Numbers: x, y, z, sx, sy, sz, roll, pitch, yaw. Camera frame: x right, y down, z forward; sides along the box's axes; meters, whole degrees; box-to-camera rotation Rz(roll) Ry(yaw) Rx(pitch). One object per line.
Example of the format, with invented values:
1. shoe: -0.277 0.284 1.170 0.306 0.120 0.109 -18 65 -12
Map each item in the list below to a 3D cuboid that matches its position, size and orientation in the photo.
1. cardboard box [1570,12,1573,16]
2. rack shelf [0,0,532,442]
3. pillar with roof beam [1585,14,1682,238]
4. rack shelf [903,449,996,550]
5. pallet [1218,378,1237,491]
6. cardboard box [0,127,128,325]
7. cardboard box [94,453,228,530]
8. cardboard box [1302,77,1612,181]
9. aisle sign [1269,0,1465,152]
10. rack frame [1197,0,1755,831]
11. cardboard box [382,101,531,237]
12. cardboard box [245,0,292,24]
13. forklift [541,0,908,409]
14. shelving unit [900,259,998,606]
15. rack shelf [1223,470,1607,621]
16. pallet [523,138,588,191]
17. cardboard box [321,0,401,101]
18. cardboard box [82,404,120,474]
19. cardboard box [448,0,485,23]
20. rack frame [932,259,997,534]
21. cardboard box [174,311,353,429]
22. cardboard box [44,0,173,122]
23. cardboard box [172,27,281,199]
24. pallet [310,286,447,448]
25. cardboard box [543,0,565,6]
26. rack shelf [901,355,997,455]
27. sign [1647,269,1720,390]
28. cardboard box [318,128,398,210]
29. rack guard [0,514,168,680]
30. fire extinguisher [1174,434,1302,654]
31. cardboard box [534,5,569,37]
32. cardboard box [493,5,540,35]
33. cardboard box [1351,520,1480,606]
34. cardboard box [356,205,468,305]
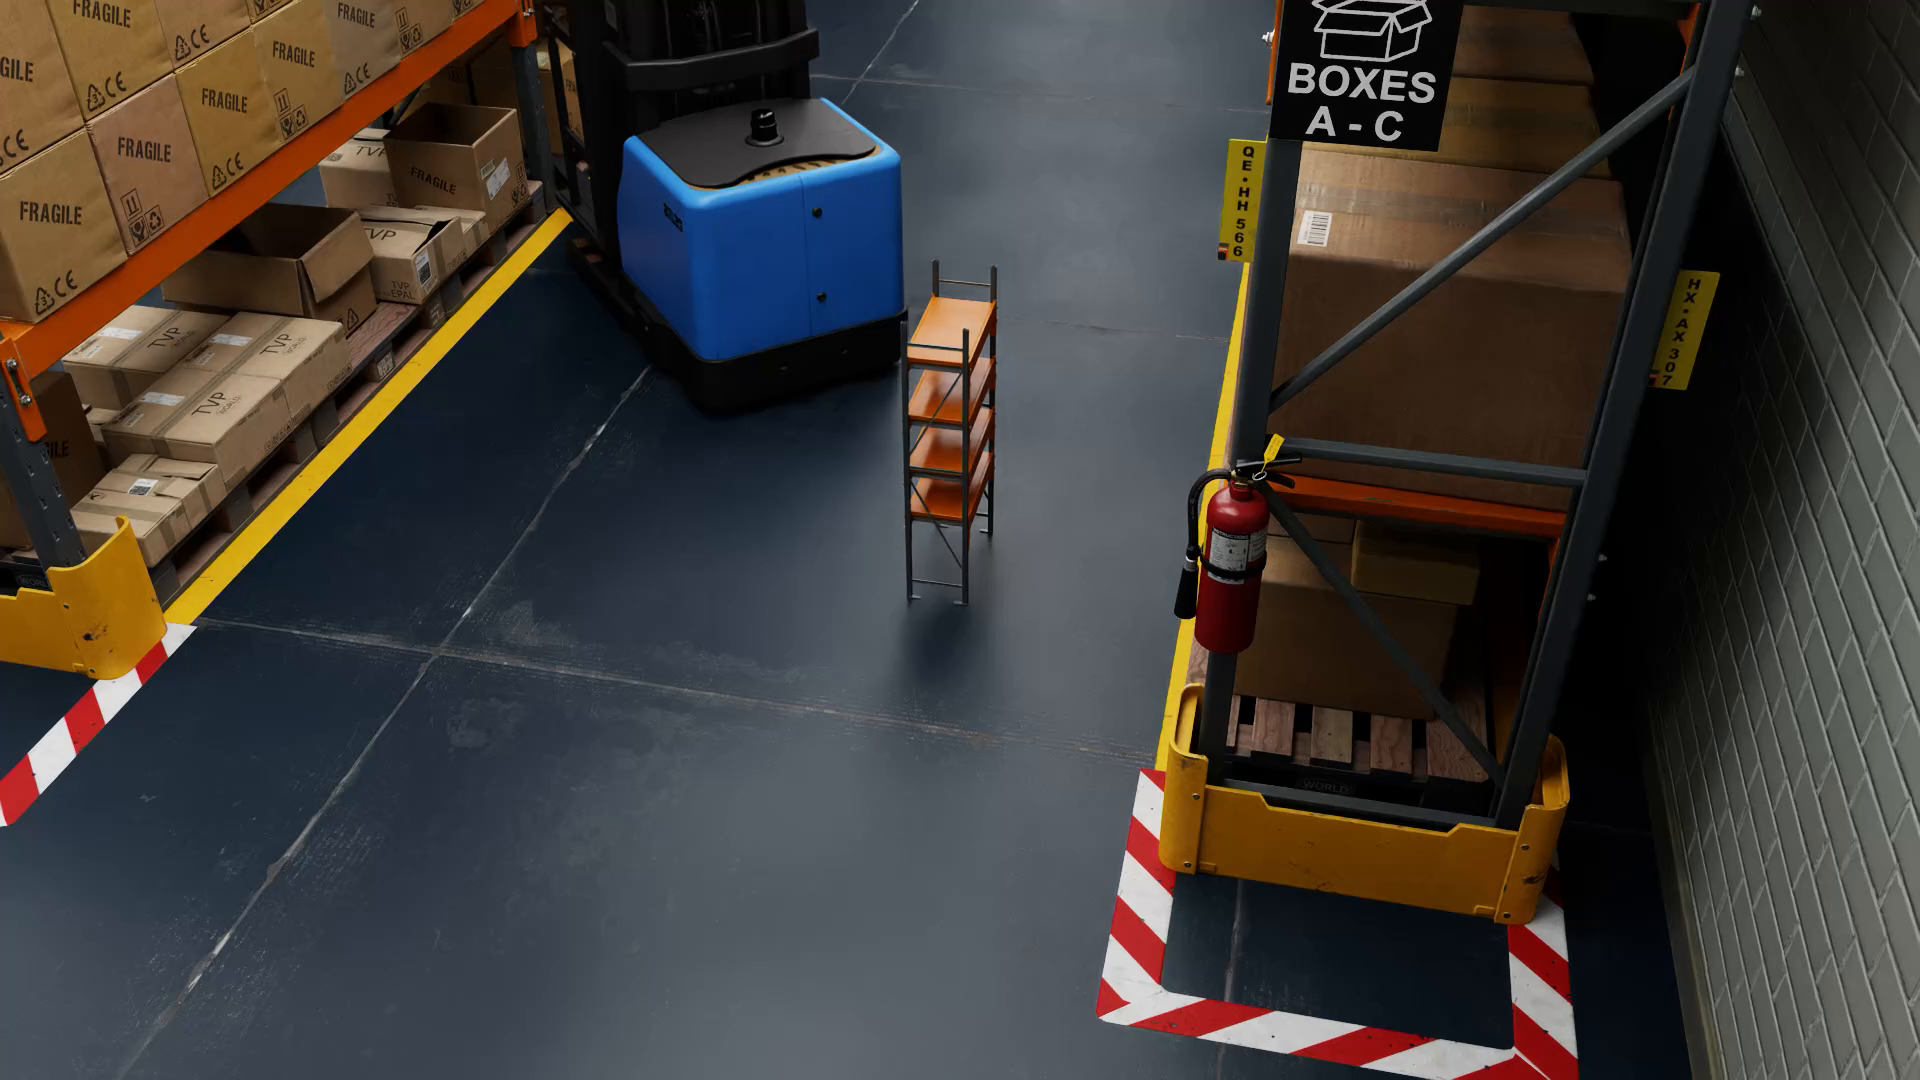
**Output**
1. cardboard box: 1.800 -1.894 6.552 0.980 0.700 0.700 6 36 9
2. rack shelf: -3.175 -1.680 7.126 1.077 0.370 4.000 7 37 10
3. pillar with roof beam: -1.417 -4.959 5.923 9.100 9.000 0.400 7 37 10
4. rack shelf: -0.035 -0.176 6.423 0.258 0.148 0.480 7 37 10
5. pallet: 1.595 -0.243 6.905 1.003 0.211 1.213 7 37 10
6. cardboard box: -3.249 -1.087 5.609 0.500 0.500 0.500 8 37 11
7. cardboard box: -3.123 -0.196 6.504 0.380 0.166 0.250 7 37 10
8. cardboard box: 1.482 -1.040 5.373 0.980 0.700 0.700 7 37 10
9. aisle sign: 0.930 -1.255 3.711 0.394 0.787 0.004 7 37 10
10. rack frame: 1.238 -0.206 4.479 1.000 3.000 0.127 7 37 10
11. cardboard box: -2.592 -1.922 8.601 0.500 0.500 0.500 7 37 10
12. cardboard box: -2.926 -2.370 6.527 0.500 0.500 0.500 7 37 10
13. forklift: -1.402 -2.618 7.865 1.130 2.935 3.031 -18 40 -23
14. shelving unit: -0.035 -0.391 6.267 0.258 1.200 0.503 7 37 10
15. rack shelf: 1.666 -1.062 6.272 1.077 0.370 4.000 7 37 10
16. pallet: -2.611 -2.460 9.965 1.003 0.211 1.213 7 37 10
17. cardboard box: -2.820 -2.250 7.213 0.500 0.500 0.500 8 37 11
18. cardboard box: -3.552 -0.420 6.812 0.380 0.166 0.250 7 37 10
19. cardboard box: -2.603 -2.840 8.027 0.500 0.500 0.500 8 37 11
20. rack frame: 0.017 -0.531 6.460 0.240 1.200 0.015 7 37 10
21. cardboard box: -2.995 -0.739 7.182 0.500 0.250 0.500 7 37 10
22. cardboard box: -3.145 -1.792 5.730 0.500 0.500 0.500 8 37 10
23. cardboard box: -3.034 -1.671 6.414 0.500 0.500 0.500 7 37 10
24. pallet: -3.153 -0.894 7.804 1.003 0.211 1.213 7 37 10
25. cardboard box: -2.192 -3.408 10.012 0.500 0.250 0.500 7 37 10
26. rack shelf: -0.035 -0.518 6.175 0.258 0.148 0.480 7 37 10
27. sign: 1.779 -0.516 4.101 0.100 0.325 0.005 7 37 10
28. cardboard box: -3.048 -1.994 8.862 0.500 0.311 0.500 7 37 10
29. rack guard: -3.586 0.143 6.126 1.175 0.500 0.348 7 37 10
30. fire extinguisher: 0.755 0.005 4.571 0.296 0.674 0.183 7 37 10
31. cardboard box: -2.303 -2.838 9.865 0.500 0.500 0.500 8 37 11
32. cardboard box: -2.808 -2.886 9.930 0.500 0.500 0.500 7 37 10
33. cardboard box: 1.459 0.056 5.336 0.380 0.149 0.250 8 37 10
34. cardboard box: -2.752 -1.416 8.063 0.500 0.311 0.500 7 37 10
